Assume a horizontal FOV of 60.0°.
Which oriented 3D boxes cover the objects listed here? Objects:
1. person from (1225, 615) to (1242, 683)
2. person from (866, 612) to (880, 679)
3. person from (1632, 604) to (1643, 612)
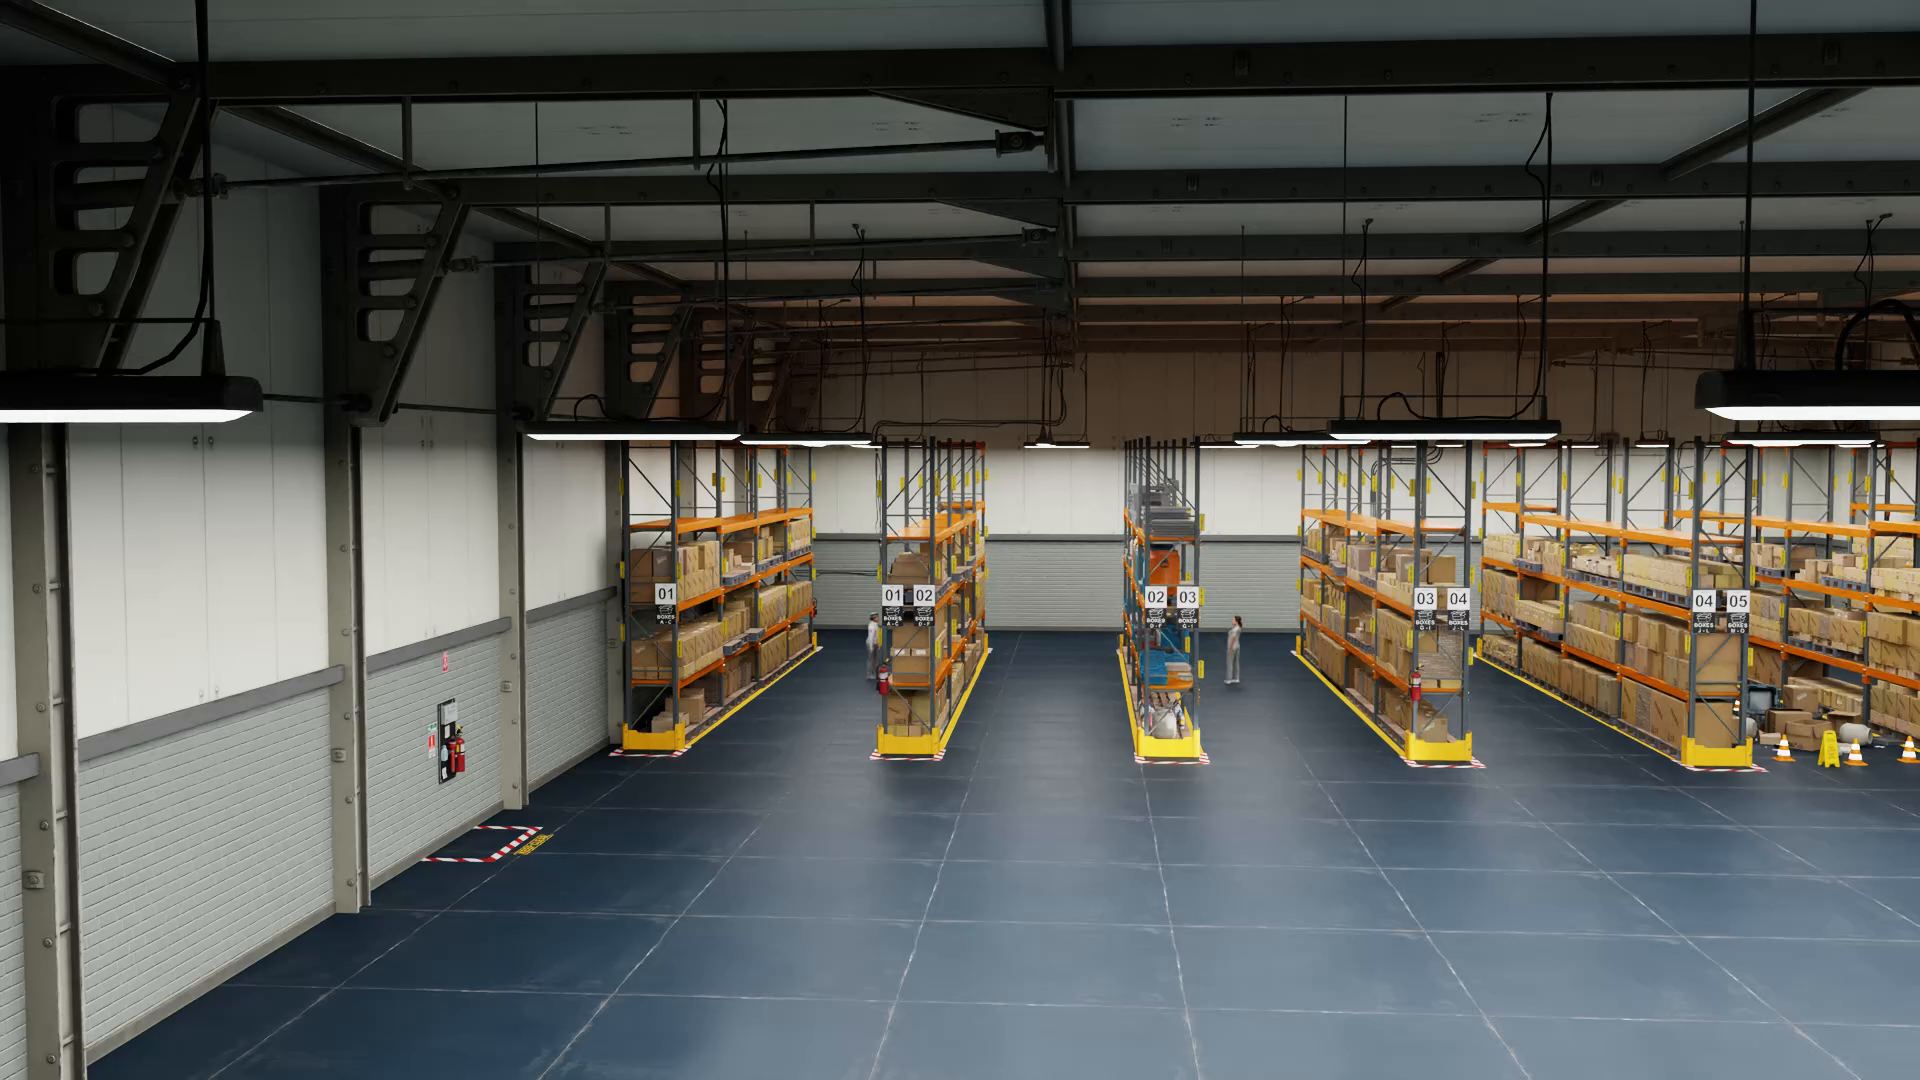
[{"bbox_3d":[6.743,2.701,41.033,0.415,1.682,0.464,2,4,37],"label":"person"},{"bbox_3d":[-2.149,2.649,41.808,0.425,1.683,0.511,1,3,15],"label":"person"},{"bbox_3d":[17.692,2.508,43.464,0.631,1.819,0.552,-1,3,-21],"label":"person"}]
